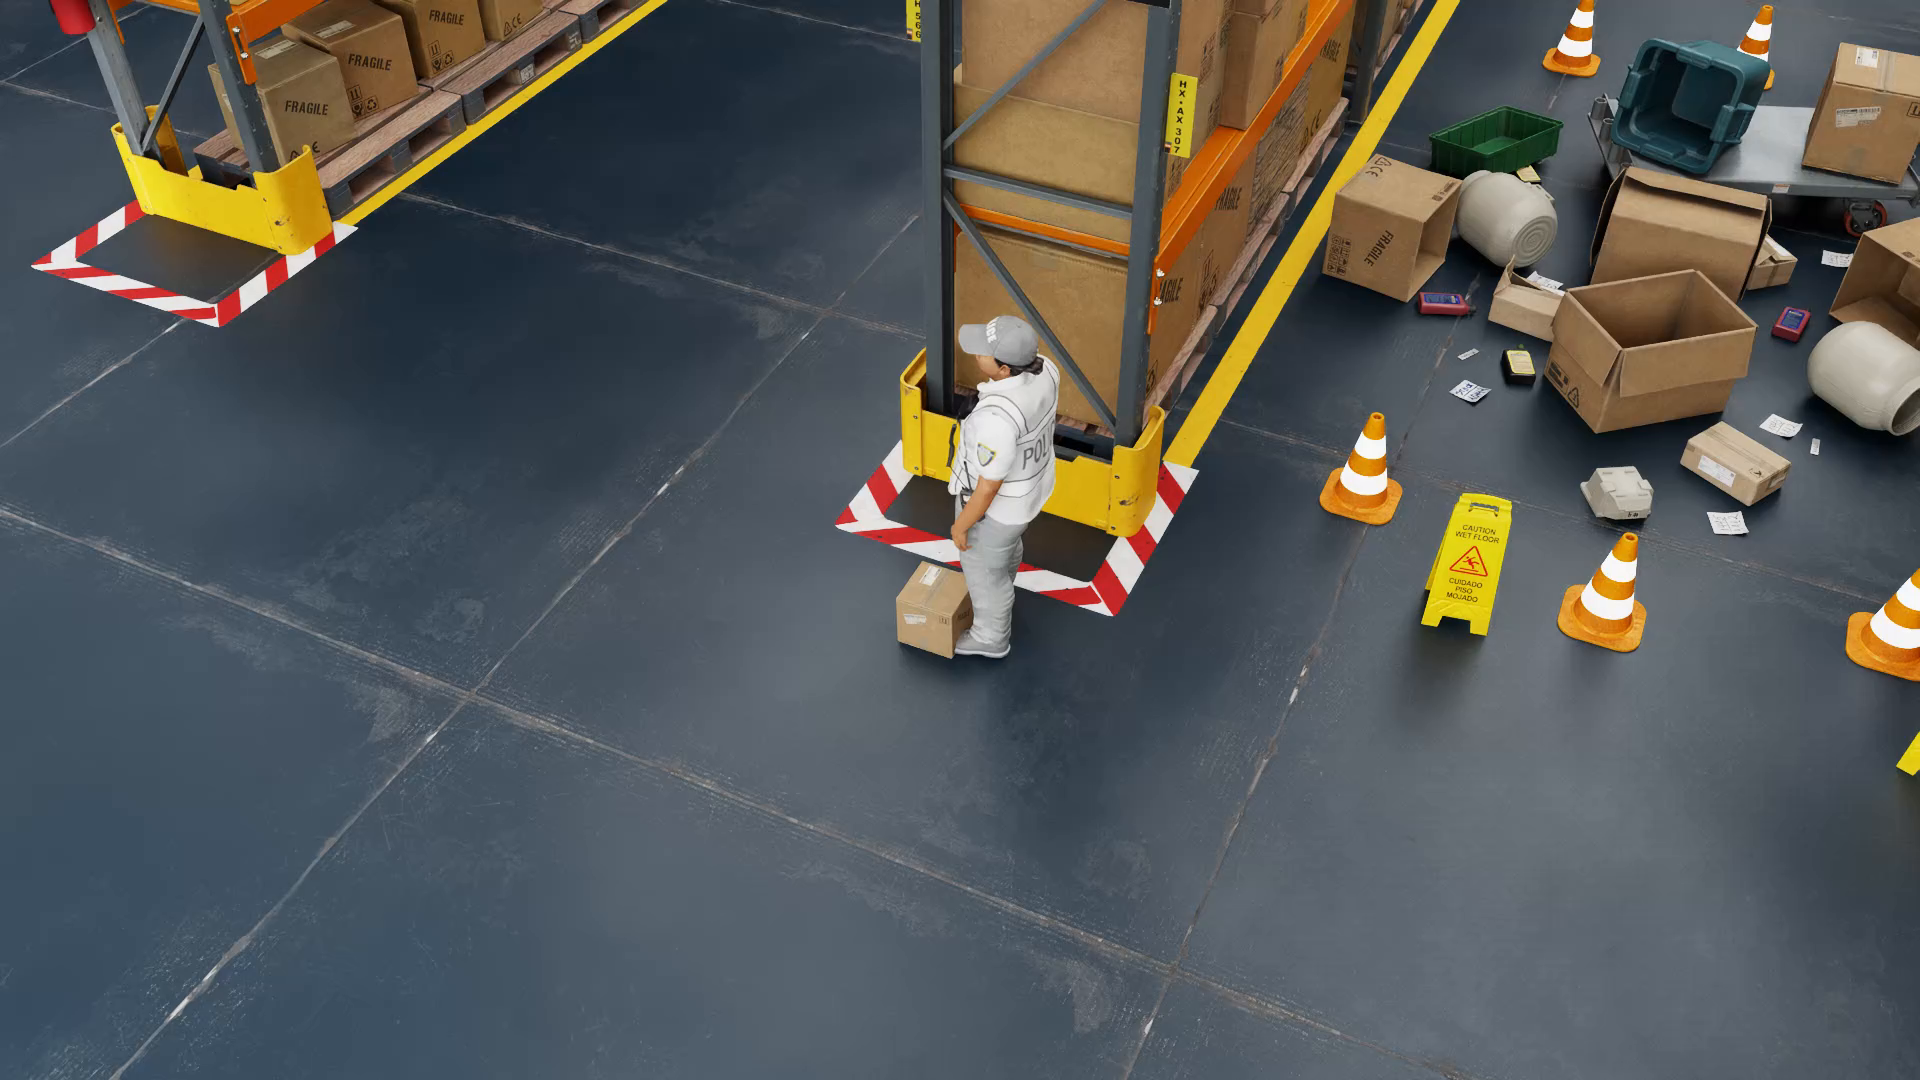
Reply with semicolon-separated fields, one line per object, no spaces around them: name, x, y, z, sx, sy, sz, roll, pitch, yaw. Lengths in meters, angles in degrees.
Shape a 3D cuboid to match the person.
person;0.093;-0.212;6.375;0.529;1.670;0.597;18;45;19
